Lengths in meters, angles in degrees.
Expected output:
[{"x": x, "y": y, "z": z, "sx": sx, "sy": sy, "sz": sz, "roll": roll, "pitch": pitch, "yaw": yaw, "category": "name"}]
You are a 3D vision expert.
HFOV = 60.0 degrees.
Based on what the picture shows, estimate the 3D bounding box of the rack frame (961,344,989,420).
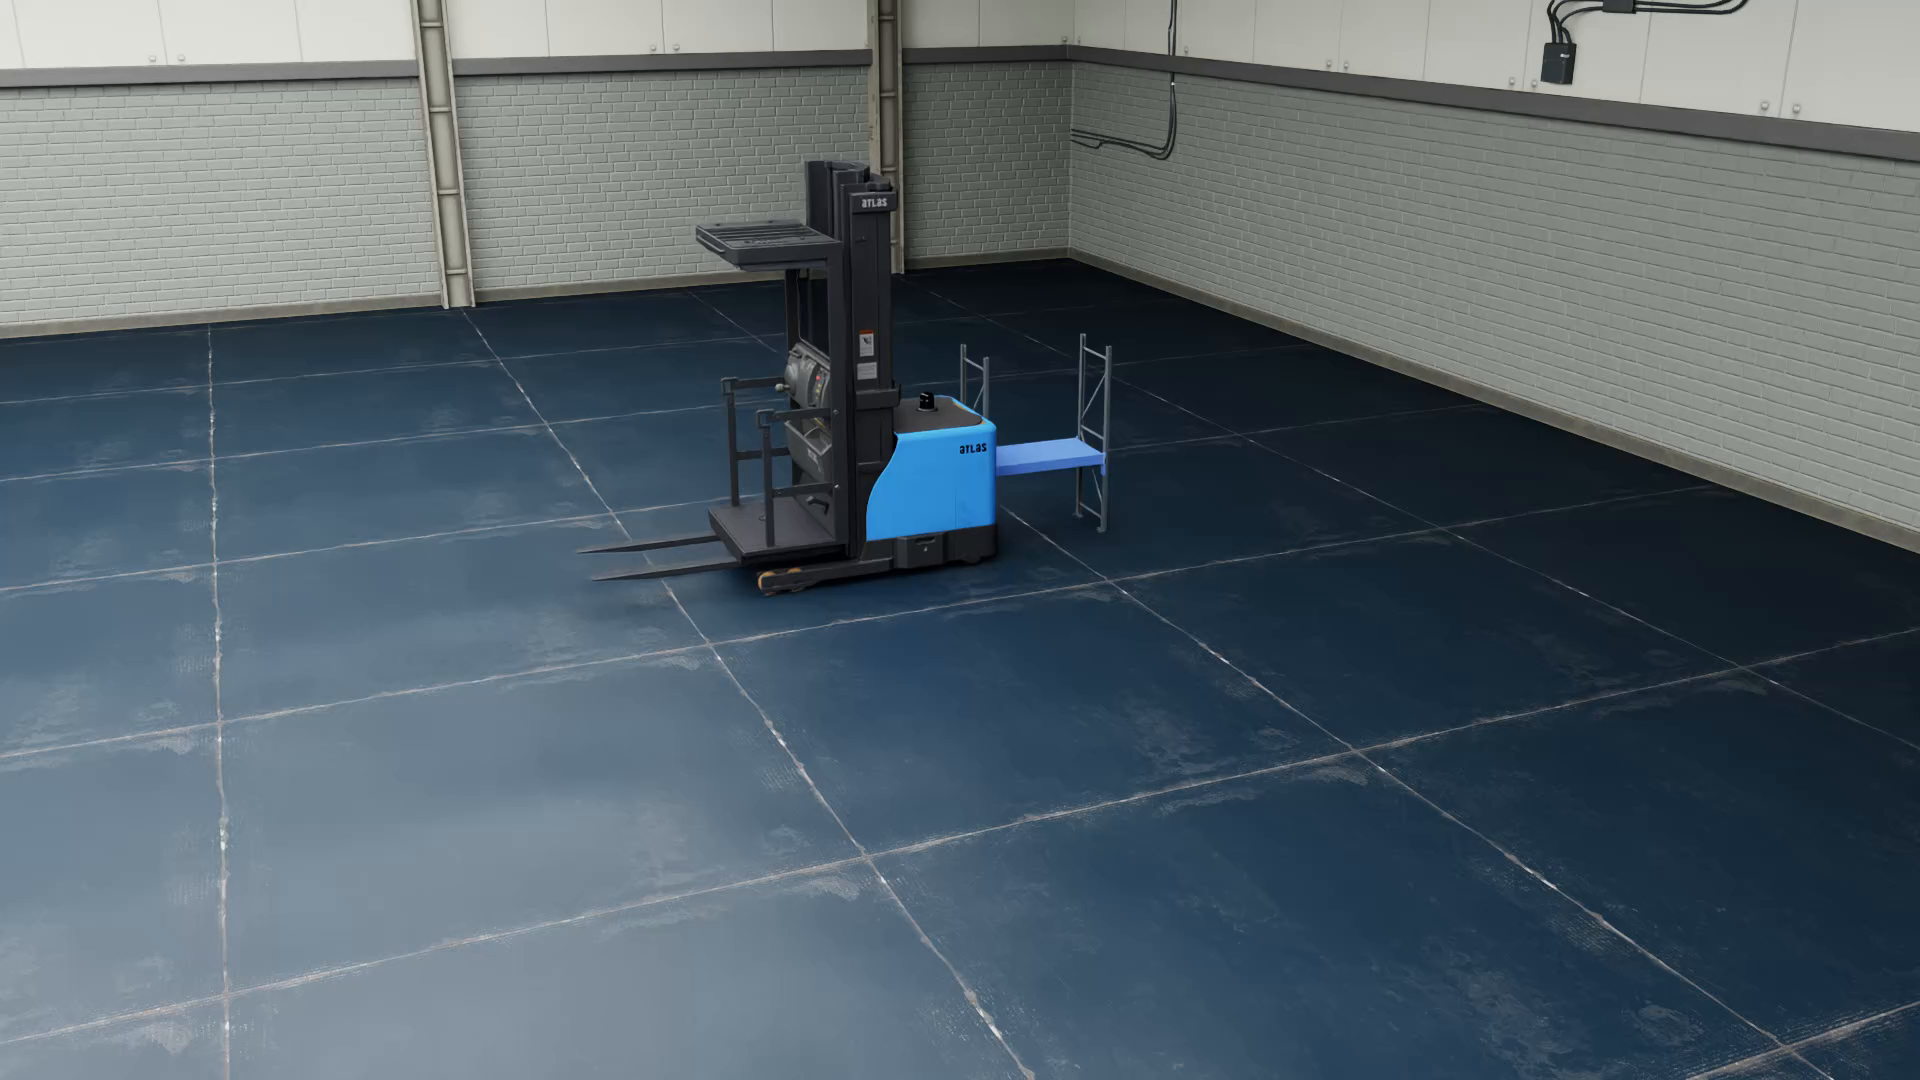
[{"x": 0.111, "y": -0.722, "z": 12.813, "sx": 0.032, "sy": 1.500, "sz": 0.500, "roll": -8, "pitch": 21, "yaw": -20, "category": "rack frame"}]

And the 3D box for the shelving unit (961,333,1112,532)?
[{"x": 0.583, "y": -0.784, "z": 12.991, "sx": 1.048, "sy": 1.500, "sz": 0.538, "roll": -8, "pitch": 21, "yaw": -20, "category": "shelving unit"}]

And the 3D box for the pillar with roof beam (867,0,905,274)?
[{"x": 0.667, "y": -6.783, "z": 18.737, "sx": 0.400, "sy": 9.000, "sz": 9.100, "roll": -8, "pitch": 21, "yaw": -22, "category": "pillar with roof beam"}]

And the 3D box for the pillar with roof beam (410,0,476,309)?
[{"x": -4.842, "y": -5.994, "z": 16.495, "sx": 0.400, "sy": 9.000, "sz": 9.100, "roll": -8, "pitch": 21, "yaw": -22, "category": "pillar with roof beam"}]

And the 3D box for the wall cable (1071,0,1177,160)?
[{"x": 2.191, "y": -6.615, "z": 22.937, "sx": 0.112, "sy": 2.526, "sz": 3.097, "roll": -8, "pitch": 21, "yaw": -22, "category": "wall cable"}]

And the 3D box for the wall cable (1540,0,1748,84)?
[{"x": 5.937, "y": -6.787, "z": 13.628, "sx": 0.169, "sy": 6.003, "sz": 2.305, "roll": -8, "pitch": 21, "yaw": -22, "category": "wall cable"}]

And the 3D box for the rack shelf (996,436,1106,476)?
[{"x": 0.583, "y": -0.614, "z": 13.051, "sx": 1.000, "sy": 0.185, "sz": 0.538, "roll": -8, "pitch": 21, "yaw": -20, "category": "rack shelf"}]

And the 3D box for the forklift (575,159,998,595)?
[{"x": -1.284, "y": -1.185, "z": 11.975, "sx": 3.031, "sy": 2.935, "sz": 1.130, "roll": -8, "pitch": 21, "yaw": -20, "category": "forklift"}]

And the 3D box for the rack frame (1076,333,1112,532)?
[{"x": 1.055, "y": -0.847, "z": 13.169, "sx": 0.032, "sy": 1.500, "sz": 0.500, "roll": -8, "pitch": 21, "yaw": -20, "category": "rack frame"}]
